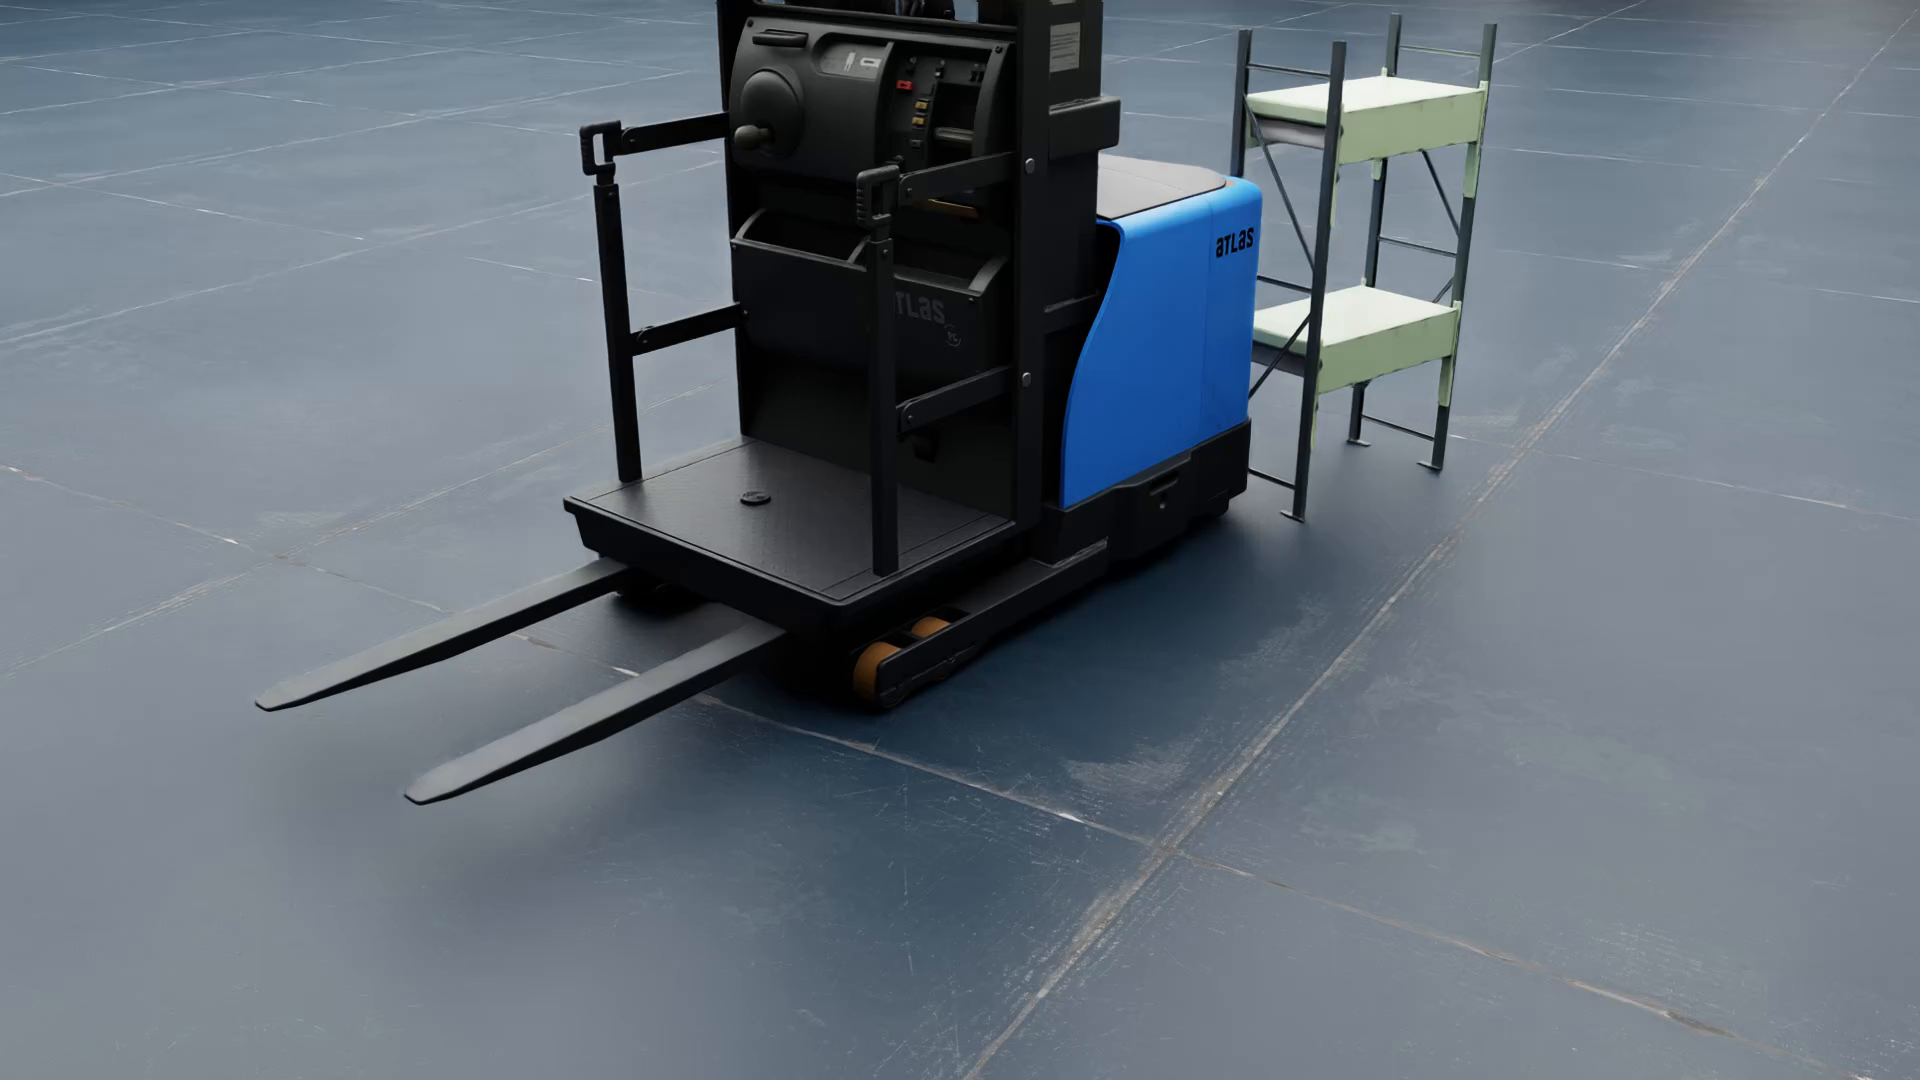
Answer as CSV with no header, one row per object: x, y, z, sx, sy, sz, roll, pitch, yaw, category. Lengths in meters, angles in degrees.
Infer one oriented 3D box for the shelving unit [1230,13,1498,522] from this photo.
1.270,-0.903,5.447,0.755,1.500,0.431,-18,29,-35,shelving unit

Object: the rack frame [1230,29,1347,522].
0.985,-0.812,5.237,0.023,1.500,0.400,-18,29,-35,rack frame

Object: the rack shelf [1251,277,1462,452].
1.270,-0.604,5.577,0.720,0.370,0.431,-18,29,-35,rack shelf

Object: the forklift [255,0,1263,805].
-0.392,-1.140,4.195,1.130,2.935,3.031,19,30,36,forklift

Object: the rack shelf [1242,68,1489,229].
1.270,-1.261,5.292,0.720,0.370,0.431,-18,29,-35,rack shelf

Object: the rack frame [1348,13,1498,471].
1.556,-0.994,5.658,0.023,1.500,0.400,-18,29,-35,rack frame
